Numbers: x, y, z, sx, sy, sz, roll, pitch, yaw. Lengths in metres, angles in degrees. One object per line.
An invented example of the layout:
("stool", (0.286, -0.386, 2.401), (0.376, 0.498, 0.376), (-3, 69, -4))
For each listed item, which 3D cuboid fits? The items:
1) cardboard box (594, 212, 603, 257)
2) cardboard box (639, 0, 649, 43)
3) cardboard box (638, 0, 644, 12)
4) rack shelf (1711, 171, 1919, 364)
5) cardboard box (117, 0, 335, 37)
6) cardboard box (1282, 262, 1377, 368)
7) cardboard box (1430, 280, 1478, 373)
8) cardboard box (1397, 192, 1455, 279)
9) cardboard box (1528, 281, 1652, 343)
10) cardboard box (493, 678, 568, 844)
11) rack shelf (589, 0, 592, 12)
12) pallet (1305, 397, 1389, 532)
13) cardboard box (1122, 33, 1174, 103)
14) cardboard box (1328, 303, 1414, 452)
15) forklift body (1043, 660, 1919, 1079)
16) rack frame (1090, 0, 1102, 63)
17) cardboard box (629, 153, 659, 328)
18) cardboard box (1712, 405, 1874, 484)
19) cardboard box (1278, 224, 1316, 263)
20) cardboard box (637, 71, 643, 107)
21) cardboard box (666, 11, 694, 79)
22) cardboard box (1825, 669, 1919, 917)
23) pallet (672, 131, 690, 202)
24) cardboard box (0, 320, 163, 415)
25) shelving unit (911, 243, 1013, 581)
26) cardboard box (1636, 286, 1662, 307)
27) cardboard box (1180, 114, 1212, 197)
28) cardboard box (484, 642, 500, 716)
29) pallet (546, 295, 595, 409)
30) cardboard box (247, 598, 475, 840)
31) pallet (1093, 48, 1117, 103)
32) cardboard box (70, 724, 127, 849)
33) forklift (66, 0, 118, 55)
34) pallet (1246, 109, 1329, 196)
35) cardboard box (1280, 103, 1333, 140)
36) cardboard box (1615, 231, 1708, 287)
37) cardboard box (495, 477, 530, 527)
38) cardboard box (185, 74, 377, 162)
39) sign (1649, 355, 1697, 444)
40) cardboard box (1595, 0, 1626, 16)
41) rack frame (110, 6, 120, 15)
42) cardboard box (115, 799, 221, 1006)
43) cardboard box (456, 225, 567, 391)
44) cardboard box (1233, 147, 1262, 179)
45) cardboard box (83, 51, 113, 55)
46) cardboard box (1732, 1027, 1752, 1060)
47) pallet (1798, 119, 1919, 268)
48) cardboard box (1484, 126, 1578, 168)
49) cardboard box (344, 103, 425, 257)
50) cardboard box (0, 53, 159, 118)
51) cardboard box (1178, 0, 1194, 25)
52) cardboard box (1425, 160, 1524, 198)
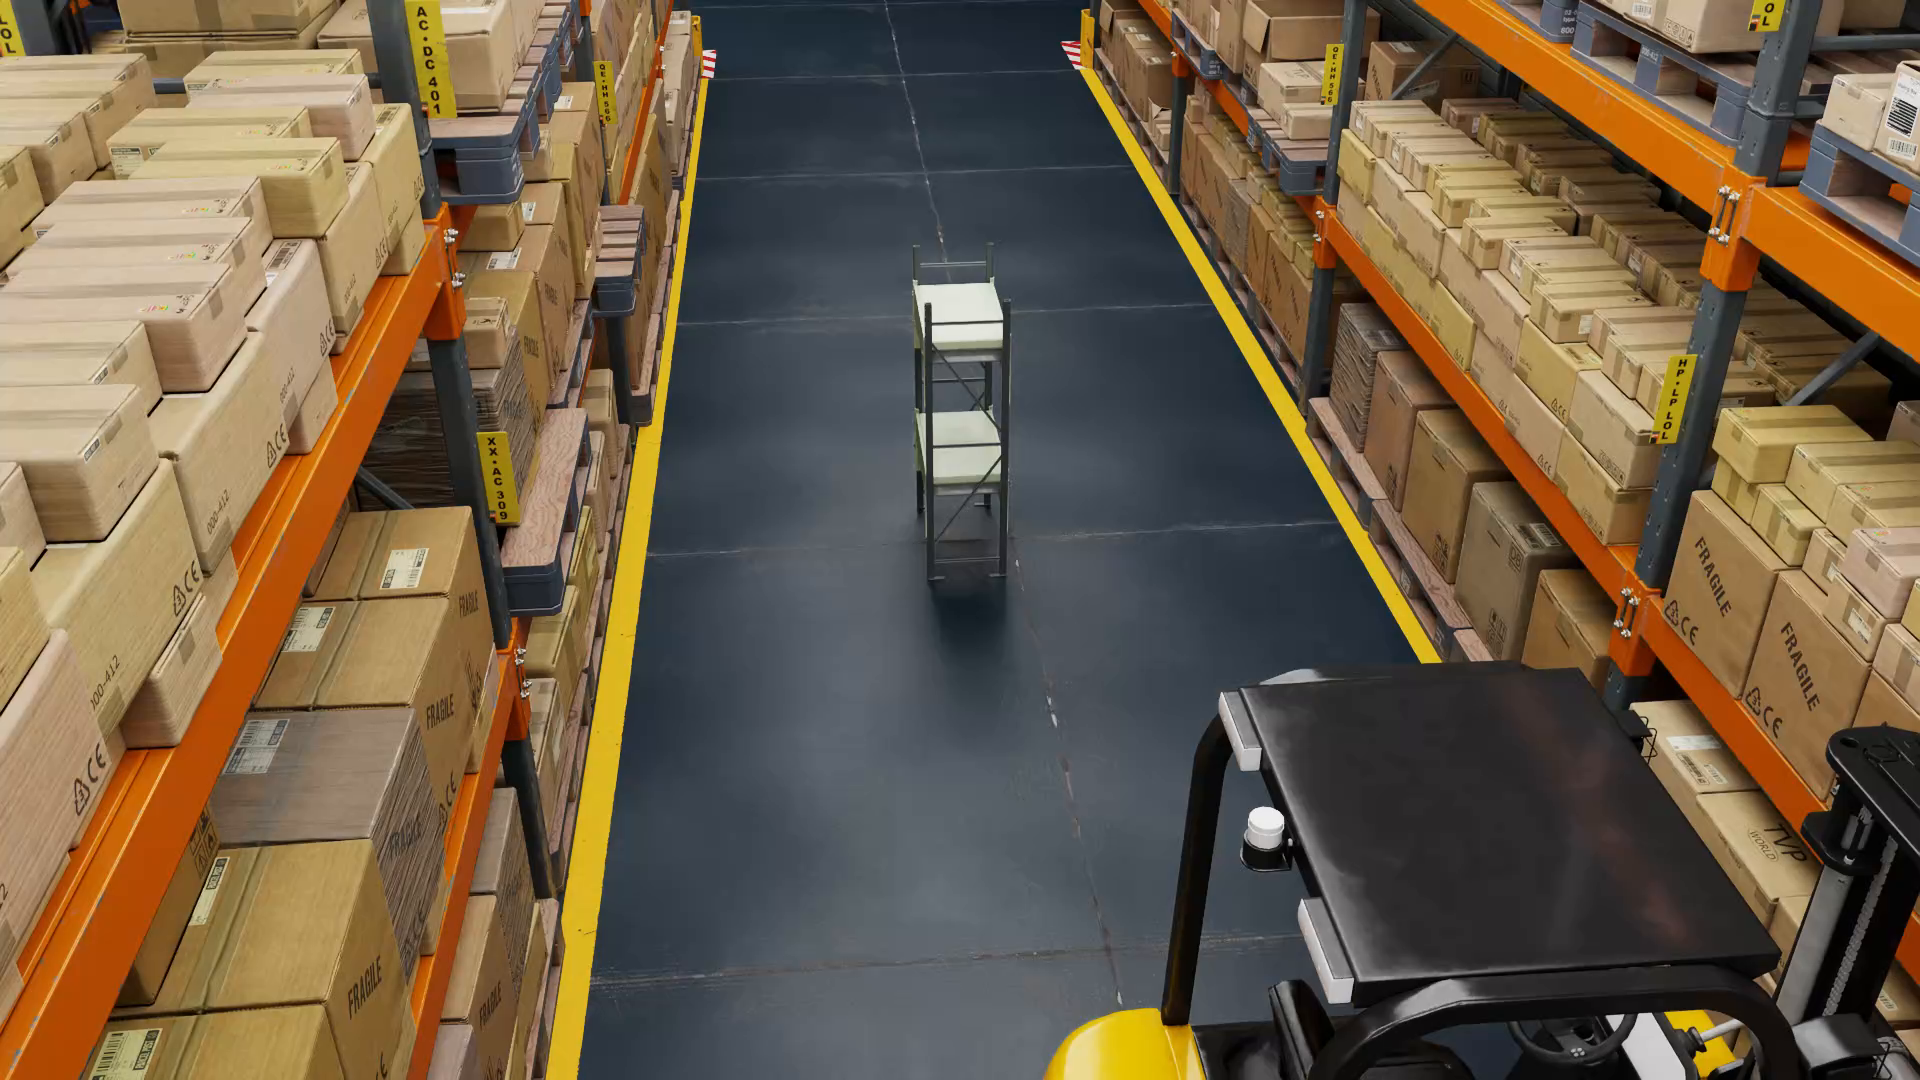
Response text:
("cardboard box", (-1.960, -1.495, 8.163), (0.380, 0.149, 0.250), (-3, 31, -5))
("cardboard box", (-2.426, -3.563, 11.448), (0.500, 0.250, 0.500), (-2, 31, -3))
("cardboard box", (-2.416, -3.873, 11.237), (0.500, 0.500, 0.500), (-2, 31, -4))
("rack shelf", (3.112, 0.006, 3.591), (1.077, 0.370, 4.000), (-3, 31, -5))
("cardboard box", (-2.197, -1.705, 5.003), (0.500, 0.250, 0.500), (-2, 31, -3))
("cardboard box", (2.298, -1.391, 10.182), (0.500, 0.500, 0.500), (-2, 31, -3))
("cardboard box", (2.494, -0.991, 7.631), (0.500, 0.250, 0.500), (-2, 31, -3))
("cardboard box", (2.426, -1.467, 7.939), (0.500, 0.250, 0.500), (-4, 31, -6))
("cardboard box", (2.503, -0.908, 6.614), (0.380, 0.149, 0.250), (-4, 31, -6))
("cardboard box", (-2.068, 0.884, 6.498), (0.950, 0.372, 0.625), (-2, 31, -4))
("rack shelf", (-2.577, -3.839, 10.028), (1.077, 0.370, 4.000), (-3, 31, -5))
("pallet", (2.590, -0.459, 9.313), (1.003, 0.211, 1.213), (-3, 31, -5))
("cardboard box", (1.758, -4.240, 14.952), (0.500, 0.500, 0.500), (-2, 31, -4))
("cardboard box", (2.596, -0.920, 9.271), (0.875, 0.625, 0.625), (-2, 31, -3))
("forklift body", (1.305, 1.490, 4.159), (2.313, 2.155, 1.214), (-3, 31, -5))
("rack frame", (1.804, -6.163, 16.142), (1.000, 3.000, 0.127), (-3, 31, -5))
("cardboard box", (-2.451, -1.919, 10.700), (0.875, 0.875, 0.875), (-2, 31, -4))
("cardboard box", (2.660, -0.308, 5.321), (0.380, 0.149, 0.250), (-2, 31, -4))
("cardboard box", (2.197, -1.842, 10.304), (0.380, 0.149, 0.250), (-4, 31, -7))
("cardboard box", (-2.396, -3.081, 11.129), (0.500, 0.250, 0.500), (-4, 31, -6))
("cardboard box", (-2.976, -4.671, 15.734), (0.875, 0.438, 0.875), (-4, 31, -6))
("cardboard box", (2.820, 0.684, 4.583), (0.500, 0.500, 0.500), (-3, 31, -5))
("pallet", (-2.757, -3.076, 13.693), (1.003, 0.211, 1.213), (-3, 31, -5))
("cardboard box", (-1.584, -0.246, 2.779), (0.380, 0.149, 0.250), (-2, 31, -4))
("shelving unit", (0.001, -0.640, 8.360), (0.431, 1.500, 0.755), (-3, 31, -5))
("cardboard box", (3.059, -0.977, 7.120), (0.500, 0.250, 0.500), (-3, 31, -6))
("cardboard box", (1.999, -2.970, 12.825), (0.500, 0.500, 0.500), (-1, 31, -2))
("cardboard box", (-1.683, 0.461, 5.298), (0.380, 0.149, 0.250), (-3, 31, -5))
("pallet", (-2.164, -0.748, 7.264), (1.003, 0.211, 1.213), (-3, 31, -5))
("cardboard box", (-1.672, 0.510, 4.583), (0.500, 0.500, 0.500), (-2, 31, -3))
("pallet", (1.887, -4.520, 16.111), (1.003, 0.211, 1.213), (-3, 31, -5))
("cardboard box", (-1.531, 0.354, 2.553), (0.380, 0.149, 0.250), (-4, 31, -6))
("forklift", (-5.073, -2.365, 9.851), (1.130, 2.935, 3.031), (-2, 31, -3))
("pallet", (2.418, -2.339, 9.927), (1.213, 0.211, 1.003), (-3, 31, -5))
("cardboard box", (2.108, -2.468, 9.792), (0.380, 0.149, 0.250), (-2, 31, -4))
("cardboard box", (3.039, -1.201, 7.105), (0.380, 0.149, 0.250), (-3, 31, -5))
("cardboard box", (-1.753, -0.166, 5.939), (0.380, 0.149, 0.250), (-2, 31, -4))
("cardboard box", (-1.669, -1.038, 4.105), (0.380, 0.149, 0.250), (-3, 31, -6))
("sign", (2.386, -0.468, 5.557), (0.100, 0.325, 0.005), (-3, 31, -5))
("cardboard box", (2.520, -1.986, 5.963), (0.380, 0.149, 0.250), (-3, 31, -5))
("rack frame", (-8.057, -5.634, 15.258), (1.000, 3.000, 0.127), (-3, 31, -5))
("cardboard box", (-2.006, 0.620, 3.424), (0.700, 0.500, 0.500), (-3, 31, -5))
("cardboard box", (-1.855, -0.909, 6.550), (0.500, 0.500, 0.500), (-3, 31, -5))
("cardboard box", (2.131, -2.647, 11.651), (0.380, 0.149, 0.250), (-2, 31, -3))
("cardboard box", (-7.677, -4.196, 14.639), (0.380, 0.149, 0.250), (-4, 31, -7))
("cardboard box", (2.767, 1.747, 5.172), (0.500, 0.250, 0.500), (-2, 31, -4))
("pallet", (3.031, -0.852, 4.412), (1.003, 0.211, 1.213), (-3, 31, -5))
("cardboard box", (2.883, -1.980, 8.410), (0.380, 0.149, 0.250), (-3, 31, -5))
("cardboard box", (-1.707, -0.934, 4.320), (0.500, 0.250, 0.500), (-3, 31, -5))
("cardboard box", (-2.312, -1.142, 4.279), (0.380, 0.149, 0.250), (-3, 31, -5))
("cardboard box", (2.000, -4.086, 12.159), (0.700, 0.500, 0.500), (-2, 31, -3))
("cardboard box", (2.454, -1.697, 7.936), (0.380, 0.149, 0.250), (-2, 31, -4))
